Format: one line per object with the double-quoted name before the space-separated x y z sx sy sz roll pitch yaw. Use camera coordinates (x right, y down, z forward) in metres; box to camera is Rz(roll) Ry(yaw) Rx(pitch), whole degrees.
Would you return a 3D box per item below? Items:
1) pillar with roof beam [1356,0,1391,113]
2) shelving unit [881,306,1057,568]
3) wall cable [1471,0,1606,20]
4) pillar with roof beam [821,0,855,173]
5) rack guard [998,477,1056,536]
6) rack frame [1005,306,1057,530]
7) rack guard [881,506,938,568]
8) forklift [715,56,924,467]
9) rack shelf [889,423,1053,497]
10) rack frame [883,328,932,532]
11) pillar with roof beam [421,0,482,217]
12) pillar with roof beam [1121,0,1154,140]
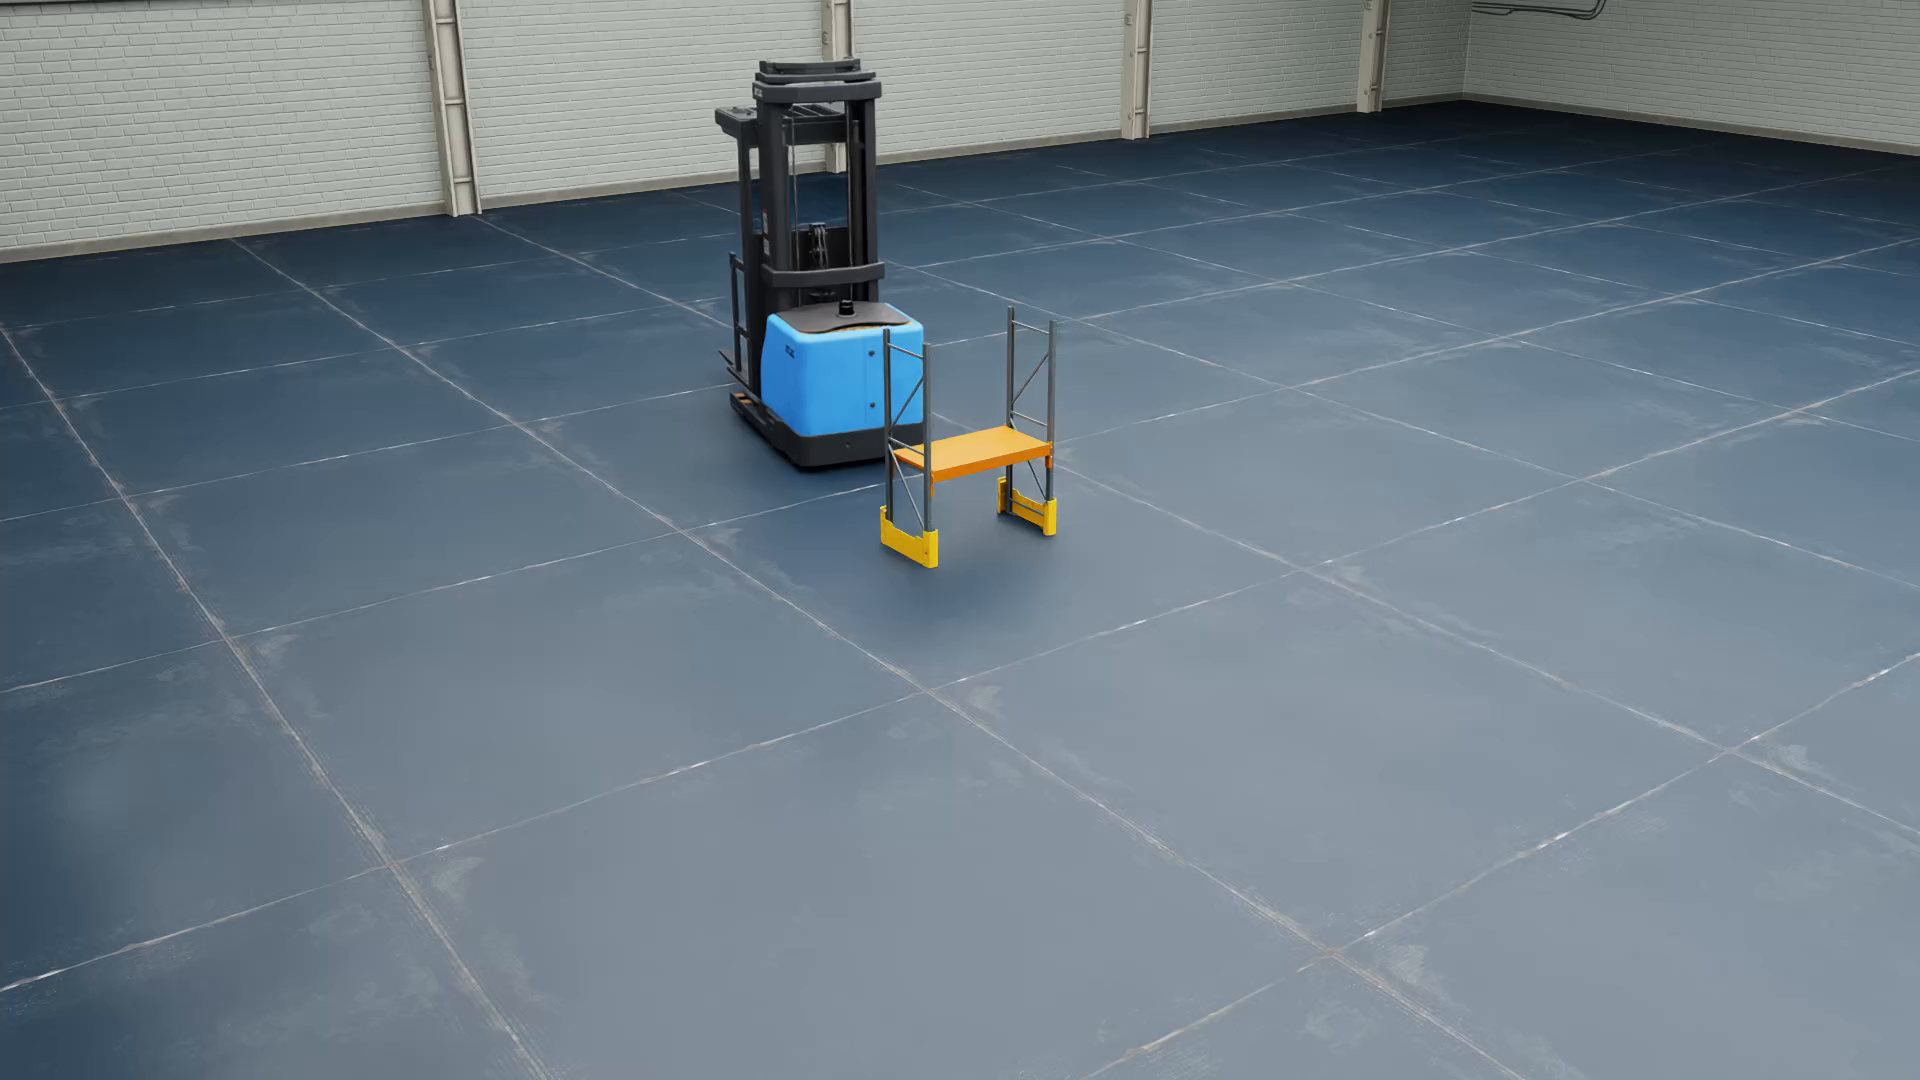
"pillar with roof beam" 10.426 -11.192 27.302 0.400 9.000 9.100 -15 26 -33
"shelving unit" 0.062 -0.713 11.160 1.083 1.500 0.587 -15 26 -33
"wall cable" 11.075 -11.285 31.724 0.112 2.526 3.097 -15 26 -33
"pillar with roof beam" 0.685 -8.595 20.793 0.400 9.000 9.100 -15 26 -33
"rack guard" 0.466 -0.240 11.662 0.087 0.250 0.587 -15 26 -33
"rack frame" 0.482 -0.825 11.440 0.032 1.500 0.500 -15 26 -33
"rack guard" -0.342 -0.025 11.121 0.087 0.250 0.587 -15 26 -33
"forklift" -1.302 -2.430 13.531 1.130 2.935 3.031 -9 23 -21
"rack shelf" 0.069 -0.548 11.231 1.000 0.185 0.538 -15 26 -33
"rack frame" -0.343 -0.605 10.889 0.032 1.500 0.500 -15 26 -33
"pillar with roof beam" -4.186 -7.296 17.539 0.400 9.000 9.100 -15 26 -33
"pillar with roof beam" 5.555 -9.893 24.048 0.400 9.000 9.100 -15 26 -33
